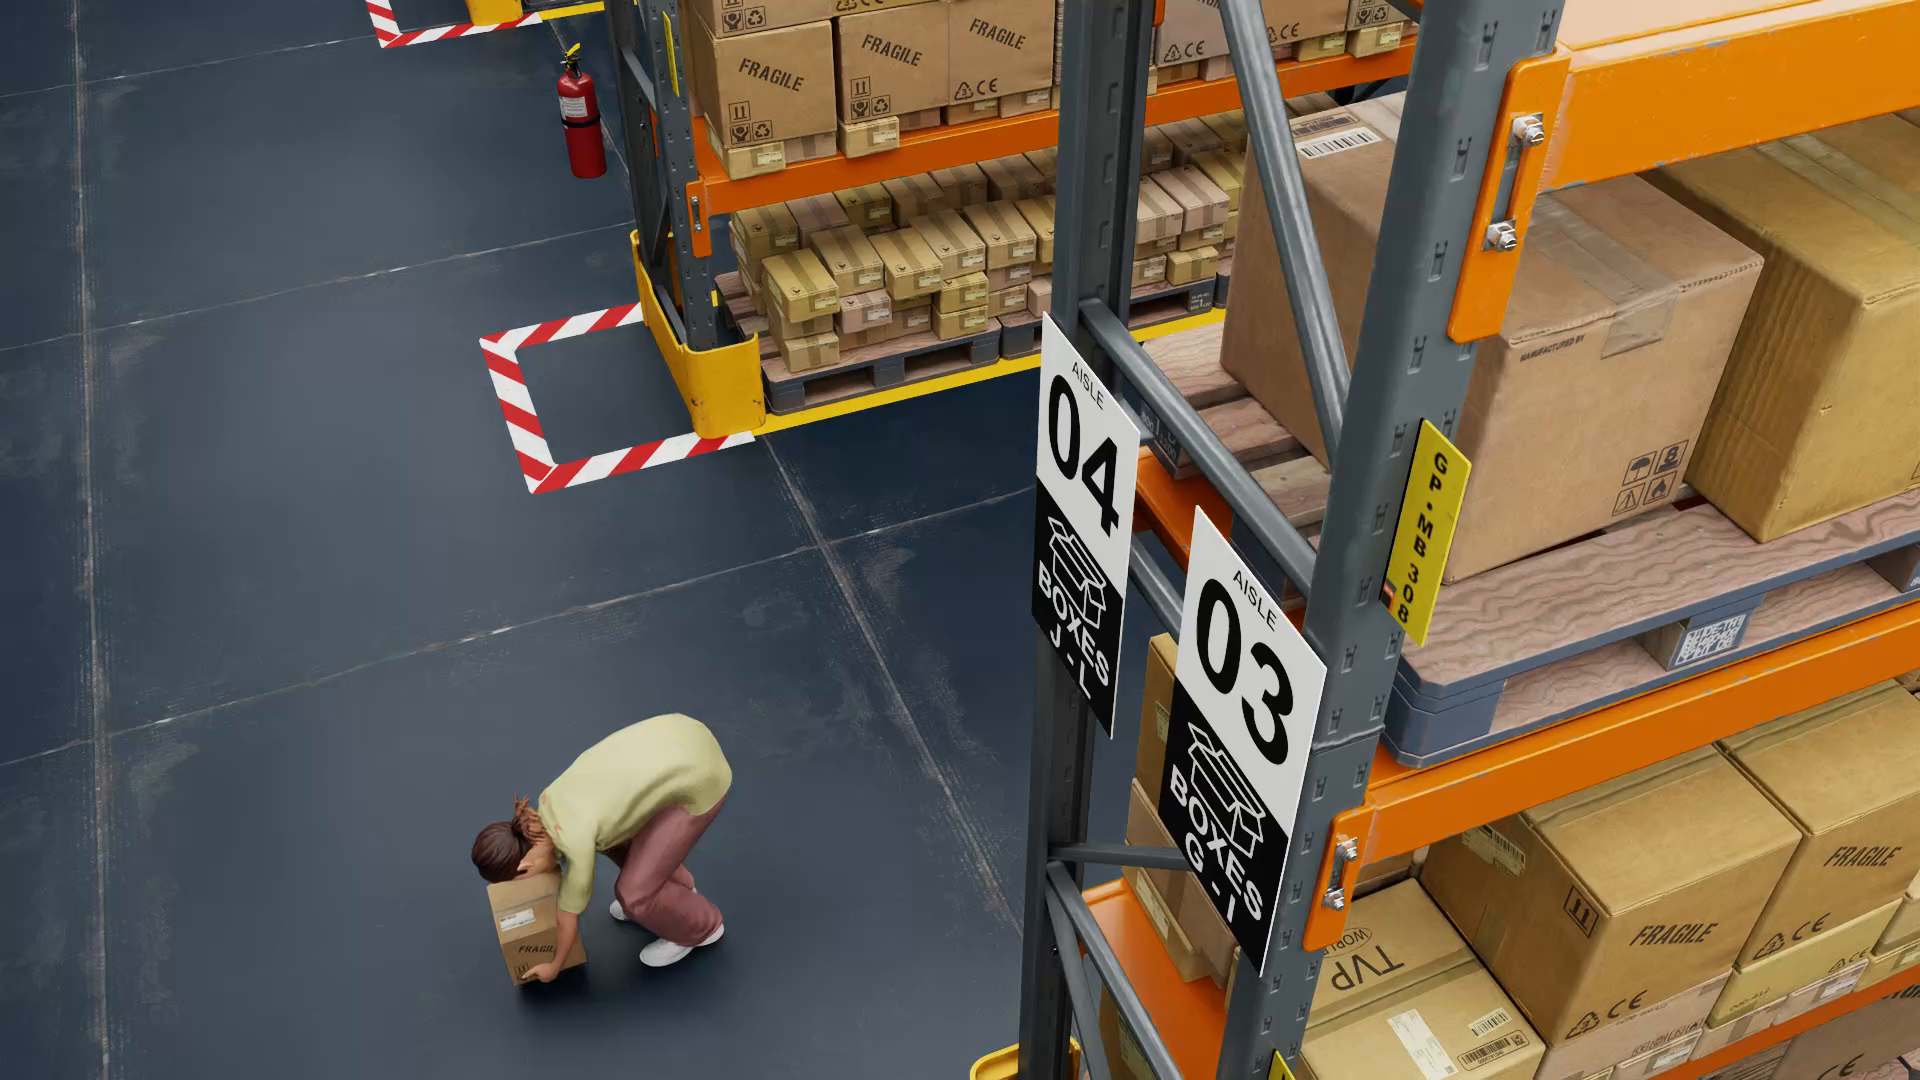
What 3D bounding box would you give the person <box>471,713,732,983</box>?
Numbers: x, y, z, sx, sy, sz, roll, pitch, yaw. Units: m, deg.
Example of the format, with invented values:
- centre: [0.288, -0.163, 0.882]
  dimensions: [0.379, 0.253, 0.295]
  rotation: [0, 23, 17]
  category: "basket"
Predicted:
- centre: [-1.159, 1.054, 5.540]
  dimensions: [0.851, 0.933, 0.456]
  rotation: [-17, 45, -19]
  category: "person"
